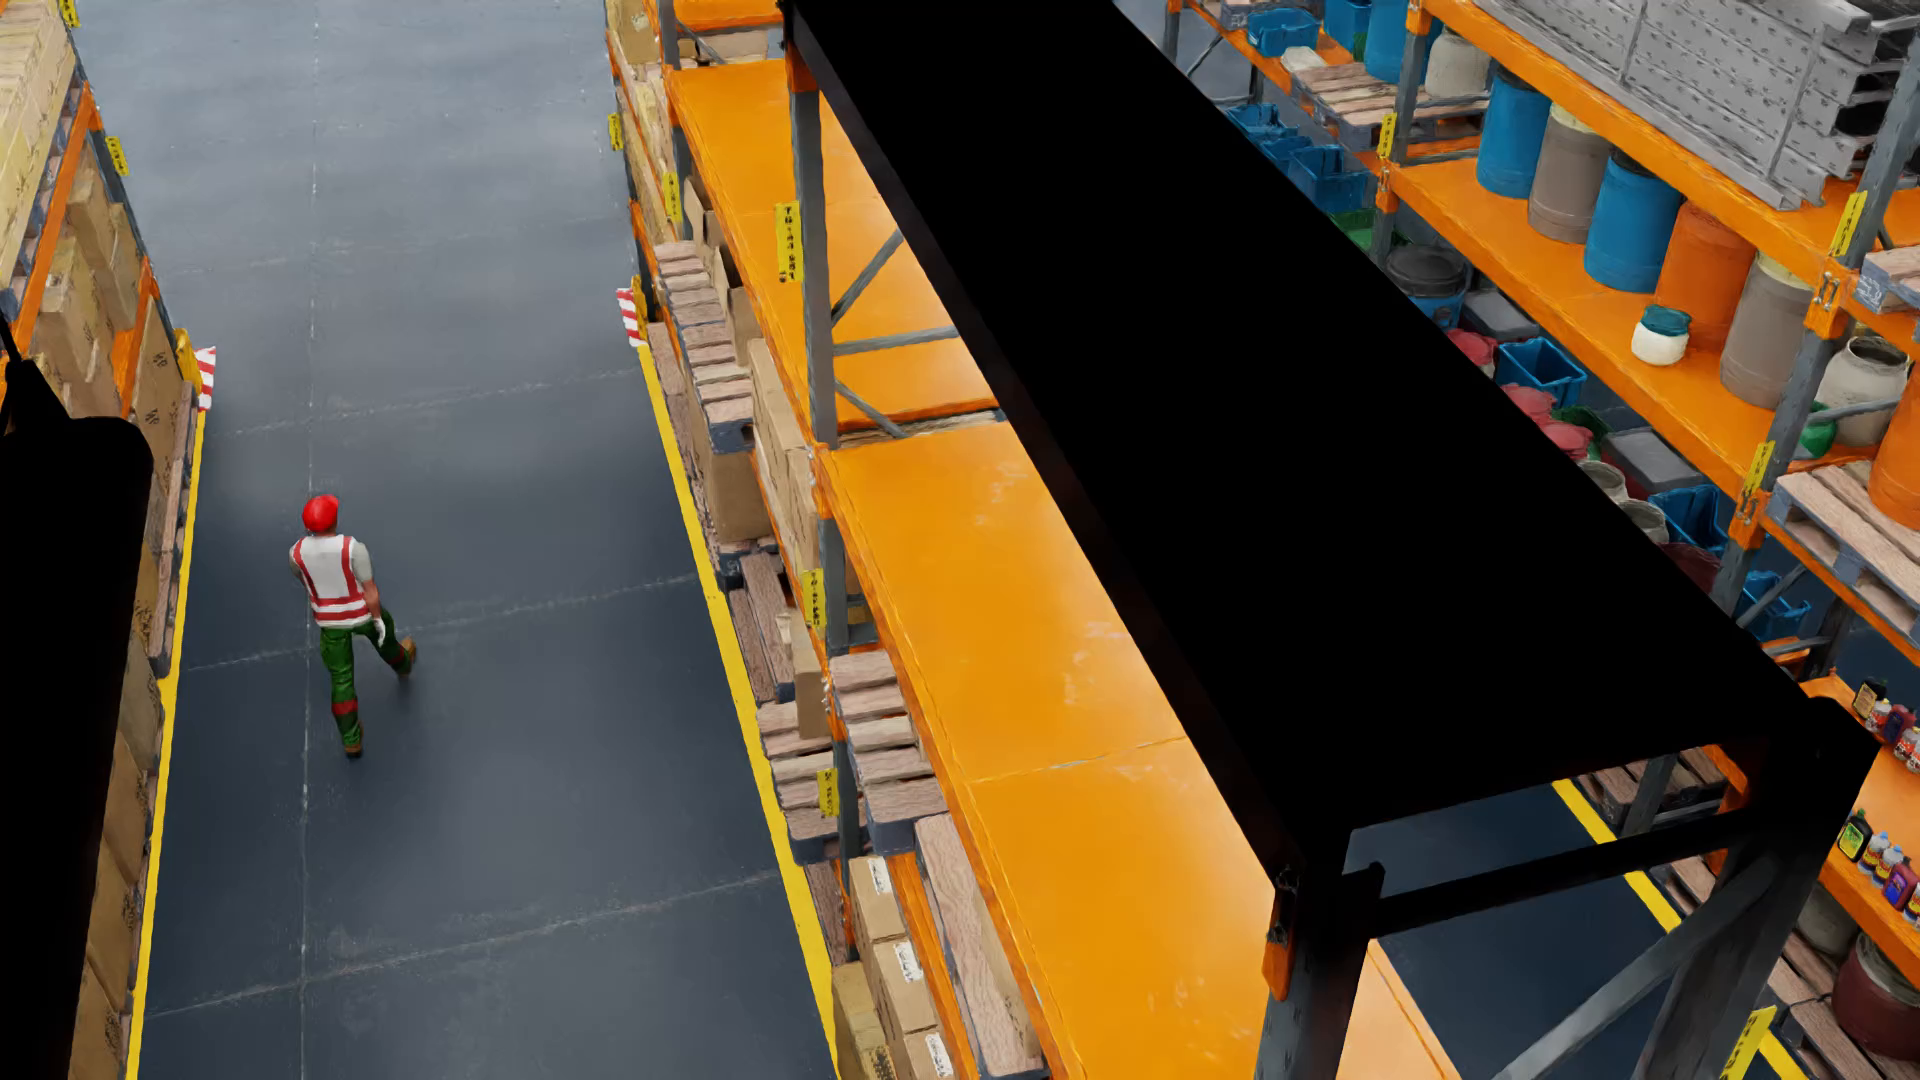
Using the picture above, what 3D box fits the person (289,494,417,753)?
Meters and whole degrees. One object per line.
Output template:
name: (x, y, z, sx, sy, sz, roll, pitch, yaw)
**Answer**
person: (-4.013, 0.425, 10.878, 0.534, 1.726, 1.038, -4, 39, -5)
